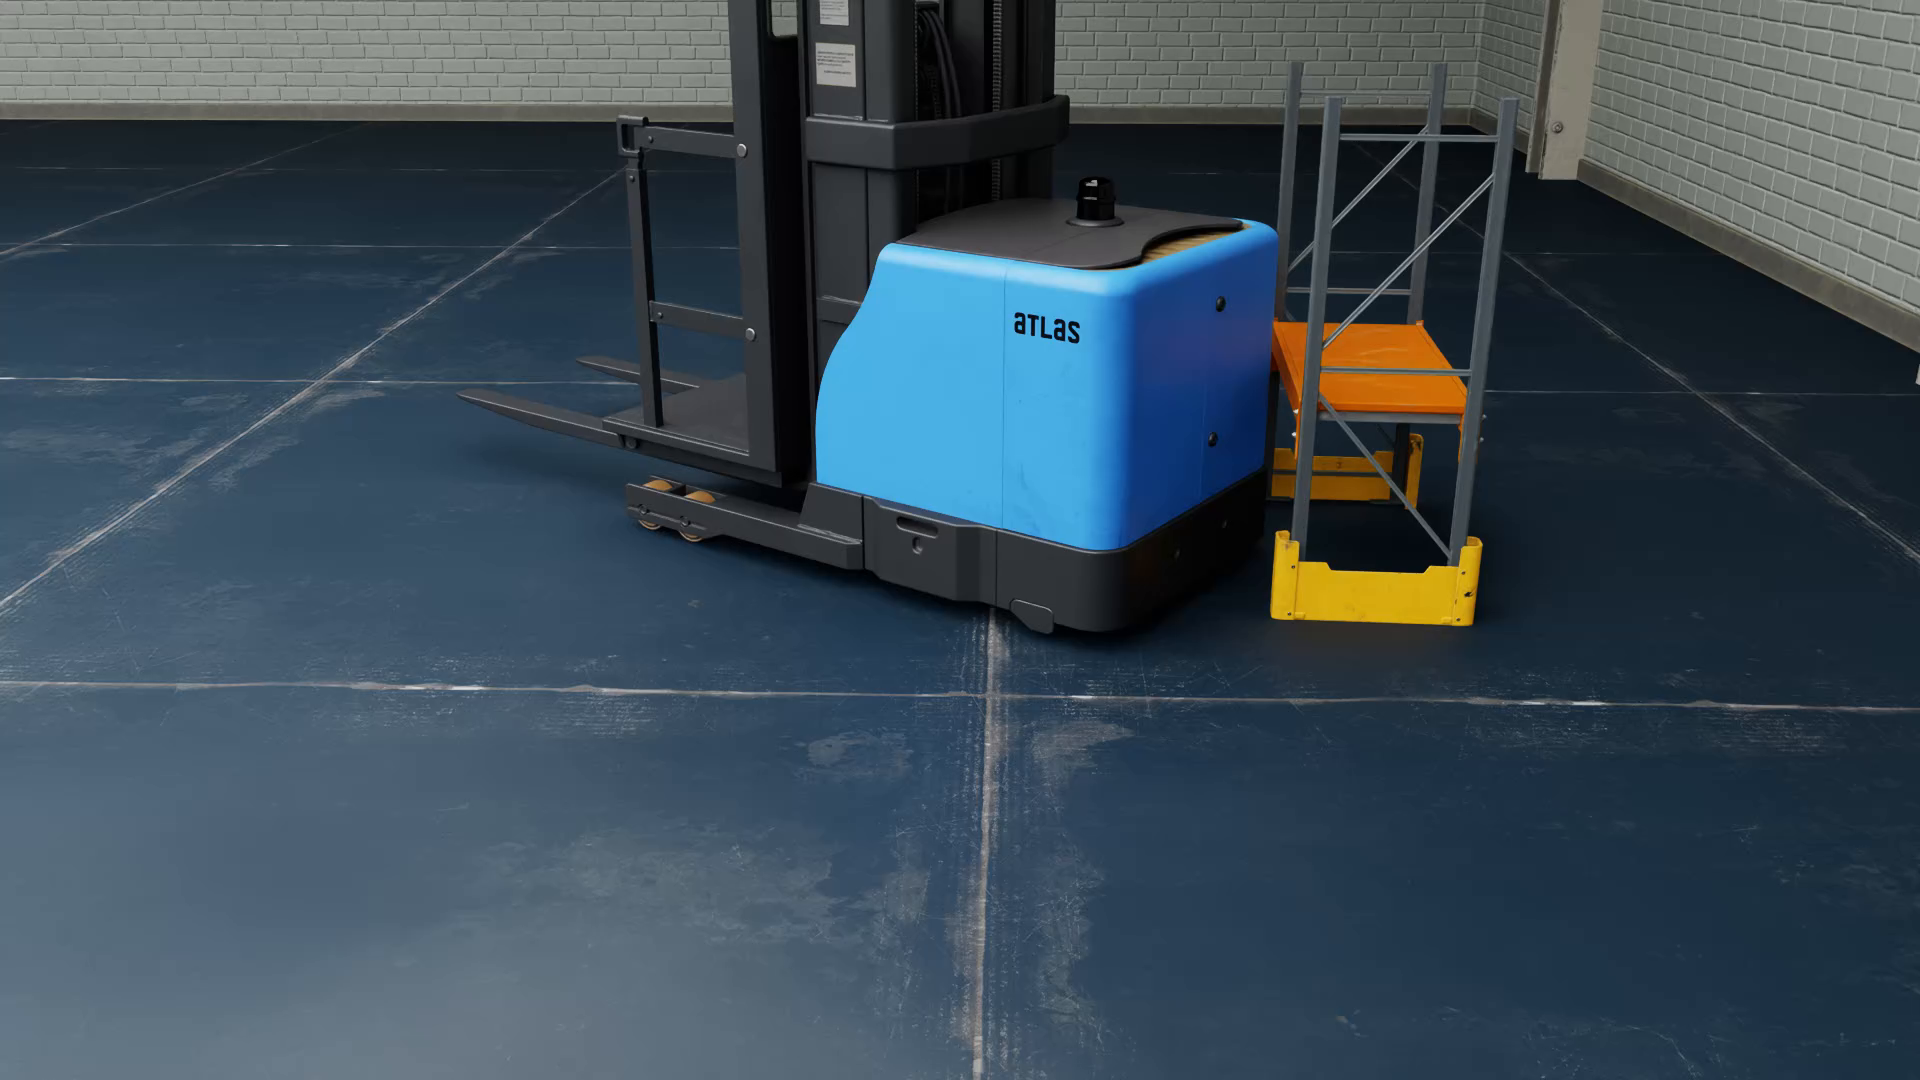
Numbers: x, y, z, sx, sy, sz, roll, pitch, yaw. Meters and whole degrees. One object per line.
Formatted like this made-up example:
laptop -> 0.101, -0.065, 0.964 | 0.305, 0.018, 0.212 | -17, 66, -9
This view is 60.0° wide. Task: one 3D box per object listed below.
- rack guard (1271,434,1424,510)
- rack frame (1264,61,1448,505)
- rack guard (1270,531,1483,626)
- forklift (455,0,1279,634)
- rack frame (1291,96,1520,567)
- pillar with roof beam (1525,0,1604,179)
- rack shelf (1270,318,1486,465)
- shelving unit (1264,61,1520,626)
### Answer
rack guard -> 1.307, -0.246, 5.818 | 0.587, 0.250, 0.087 | 2, 21, 5
rack frame -> 1.309, -0.836, 5.610 | 0.500, 1.500, 0.032 | 2, 21, 5
rack guard -> 1.219, 0.112, 4.893 | 0.587, 0.250, 0.087 | 2, 21, 5
forklift -> -0.511, -1.499, 5.341 | 3.031, 2.935, 1.130 | 15, 26, 33
rack frame -> 1.219, -0.470, 4.666 | 0.500, 1.500, 0.032 | 2, 21, 5
pillar with roof beam -> 0.231, -7.033, 11.216 | 9.100, 9.000, 0.400 | 1, 21, 2
rack shelf -> 1.264, -0.485, 5.203 | 0.538, 0.185, 1.000 | 2, 21, 5
shelving unit -> 1.263, -0.650, 5.130 | 0.587, 1.500, 1.083 | 2, 21, 5
